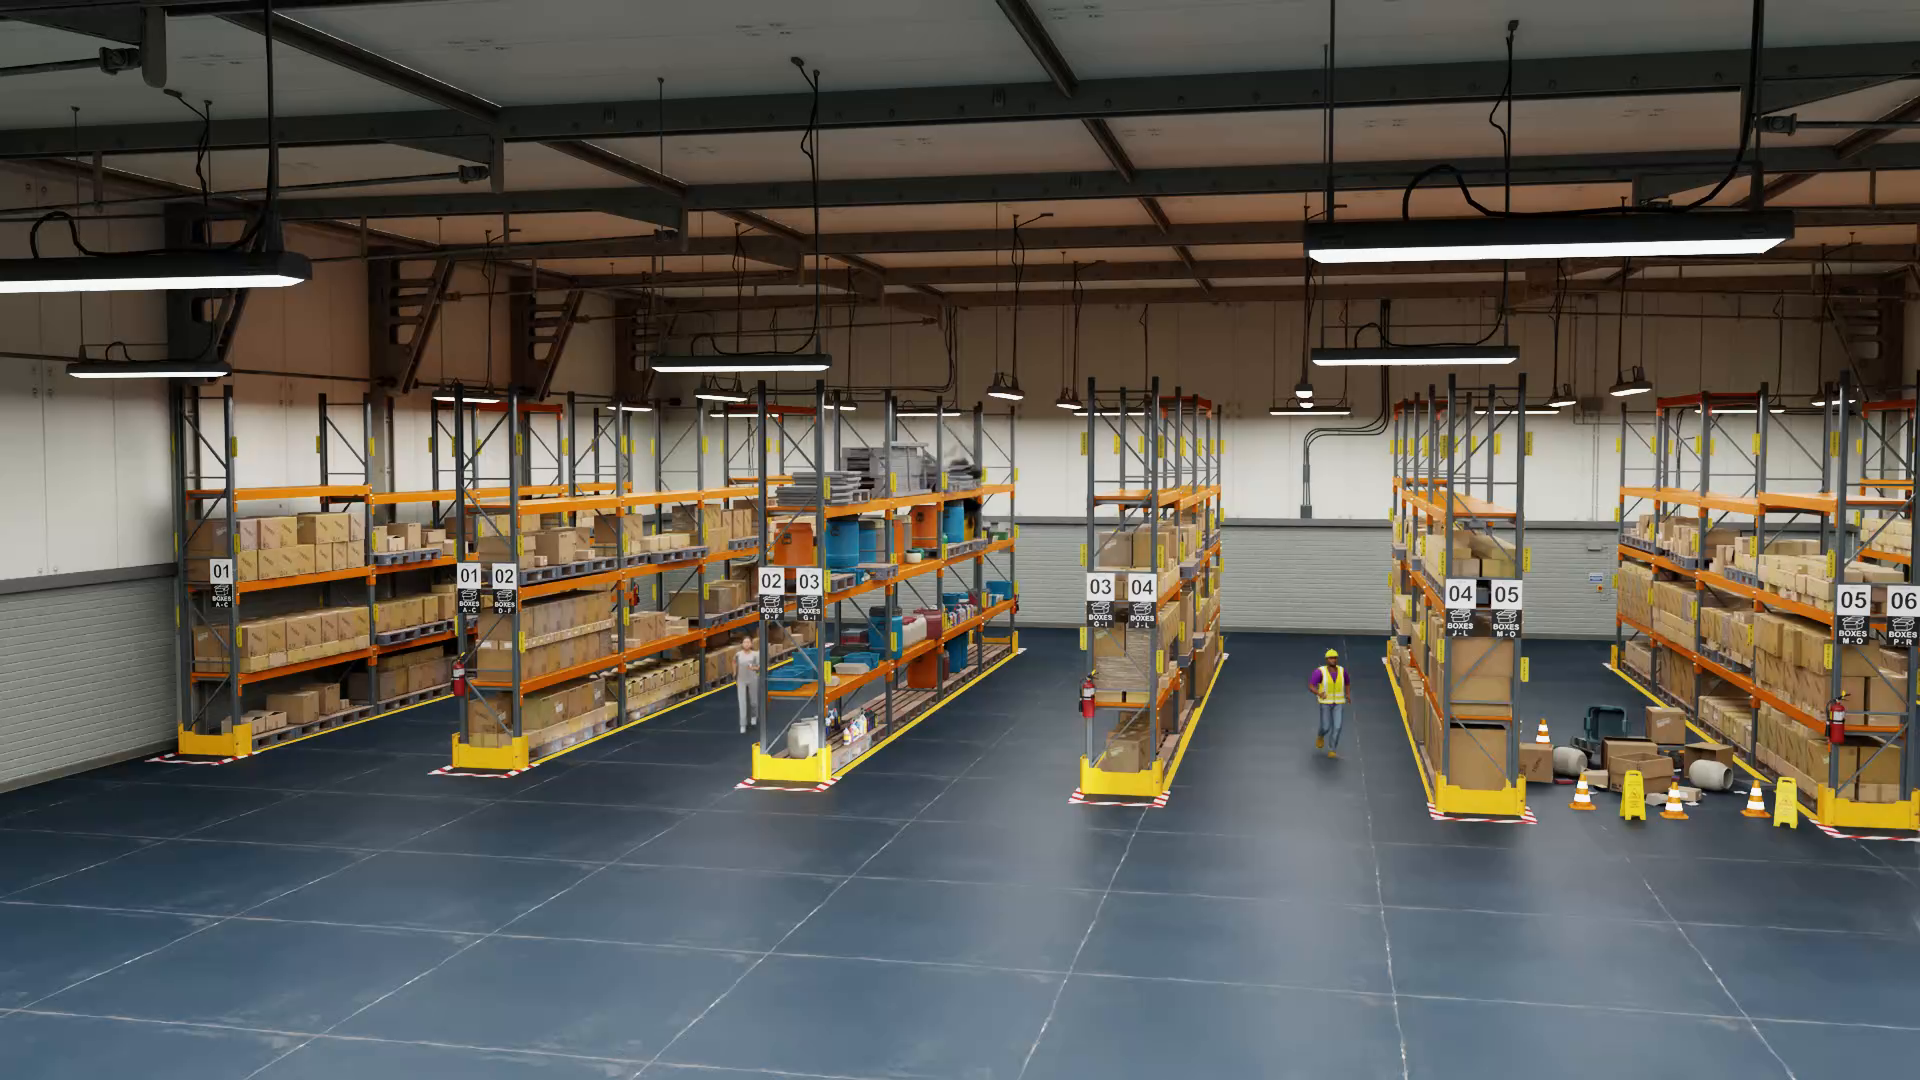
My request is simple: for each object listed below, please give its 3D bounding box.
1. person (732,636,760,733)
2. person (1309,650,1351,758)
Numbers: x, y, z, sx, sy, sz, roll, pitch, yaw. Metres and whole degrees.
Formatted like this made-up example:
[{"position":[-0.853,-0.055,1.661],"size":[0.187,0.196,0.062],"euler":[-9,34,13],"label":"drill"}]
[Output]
[{"position":[-3.739,2.507,29.233],"size":[0.565,1.652,0.970],"euler":[0,3,-2],"label":"person"},{"position":[5.994,2.632,26.899],"size":[0.704,1.724,0.668],"euler":[0,3,-4],"label":"person"}]
